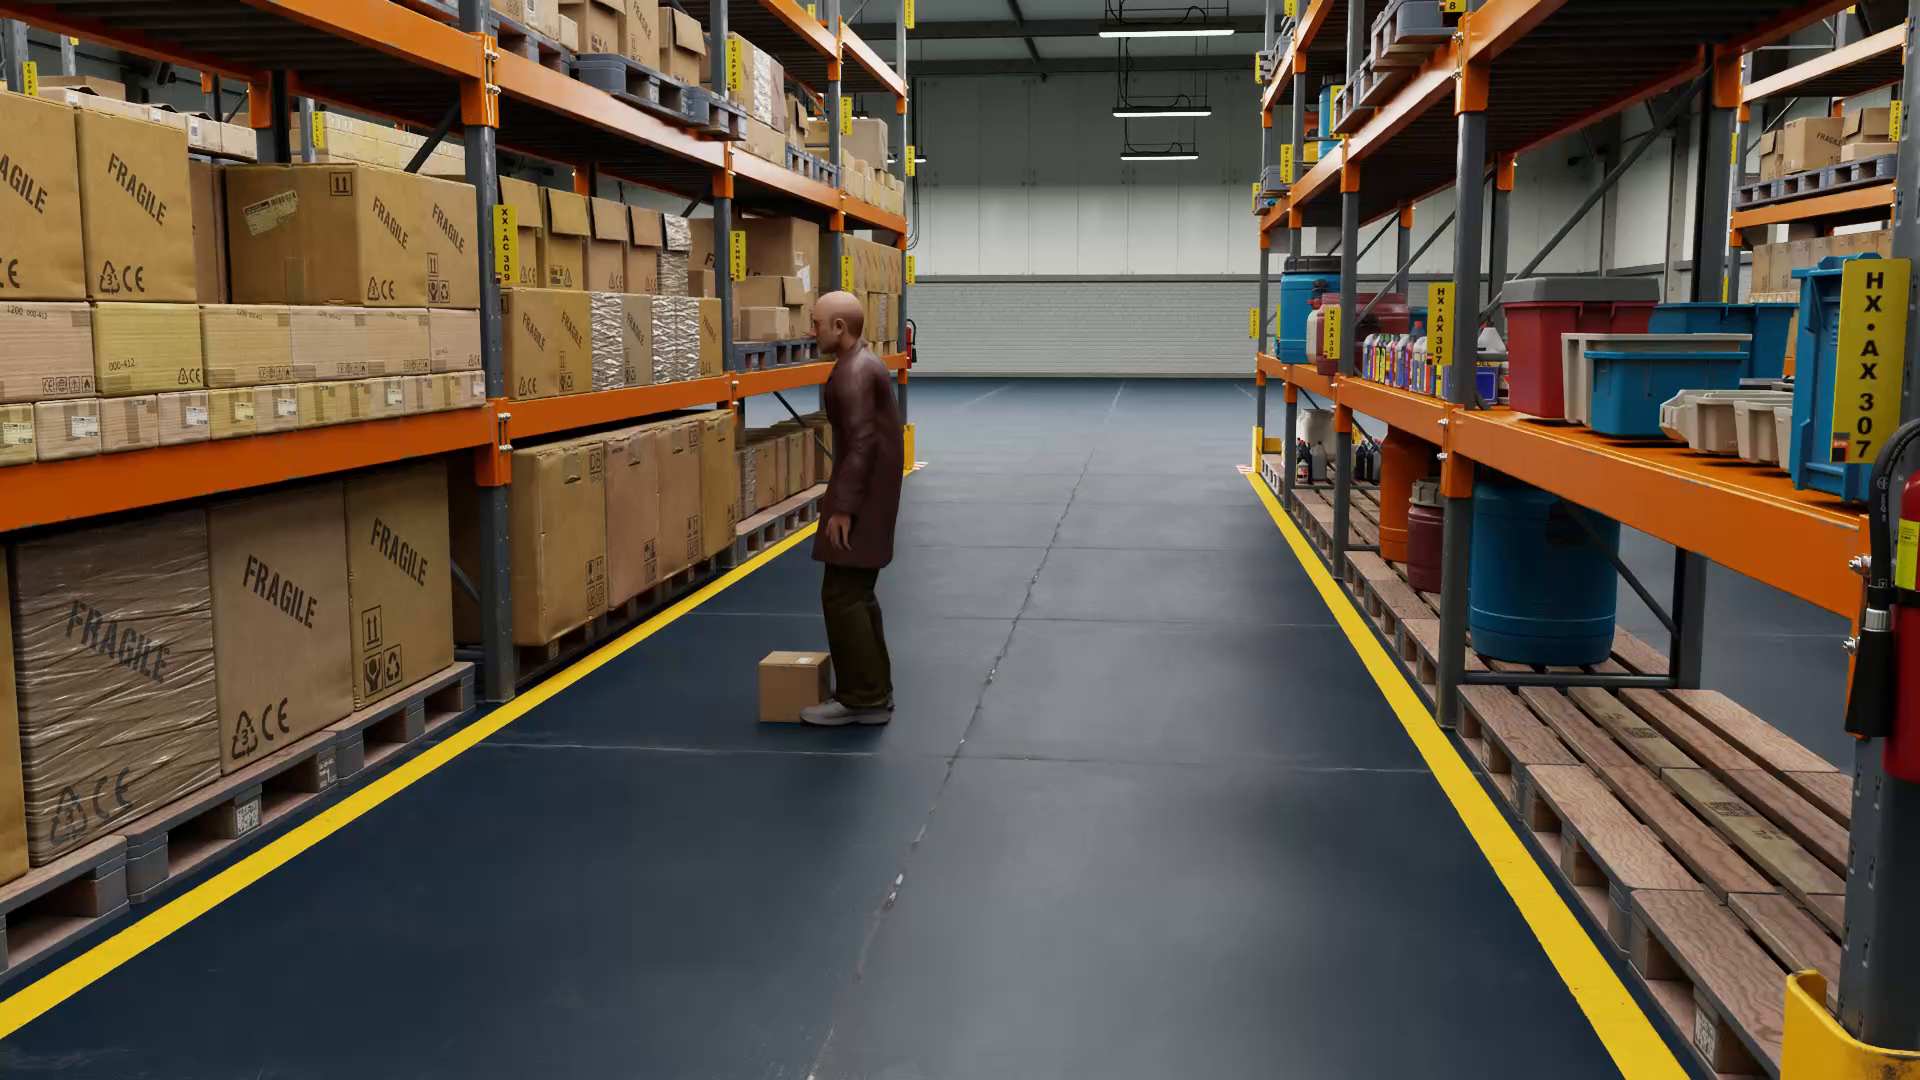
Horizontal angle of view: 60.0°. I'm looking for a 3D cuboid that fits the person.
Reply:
[{"bbox_3d":[-0.444,-0.133,6.872,0.429,1.772,0.647,0,7,3],"label":"person"}]
